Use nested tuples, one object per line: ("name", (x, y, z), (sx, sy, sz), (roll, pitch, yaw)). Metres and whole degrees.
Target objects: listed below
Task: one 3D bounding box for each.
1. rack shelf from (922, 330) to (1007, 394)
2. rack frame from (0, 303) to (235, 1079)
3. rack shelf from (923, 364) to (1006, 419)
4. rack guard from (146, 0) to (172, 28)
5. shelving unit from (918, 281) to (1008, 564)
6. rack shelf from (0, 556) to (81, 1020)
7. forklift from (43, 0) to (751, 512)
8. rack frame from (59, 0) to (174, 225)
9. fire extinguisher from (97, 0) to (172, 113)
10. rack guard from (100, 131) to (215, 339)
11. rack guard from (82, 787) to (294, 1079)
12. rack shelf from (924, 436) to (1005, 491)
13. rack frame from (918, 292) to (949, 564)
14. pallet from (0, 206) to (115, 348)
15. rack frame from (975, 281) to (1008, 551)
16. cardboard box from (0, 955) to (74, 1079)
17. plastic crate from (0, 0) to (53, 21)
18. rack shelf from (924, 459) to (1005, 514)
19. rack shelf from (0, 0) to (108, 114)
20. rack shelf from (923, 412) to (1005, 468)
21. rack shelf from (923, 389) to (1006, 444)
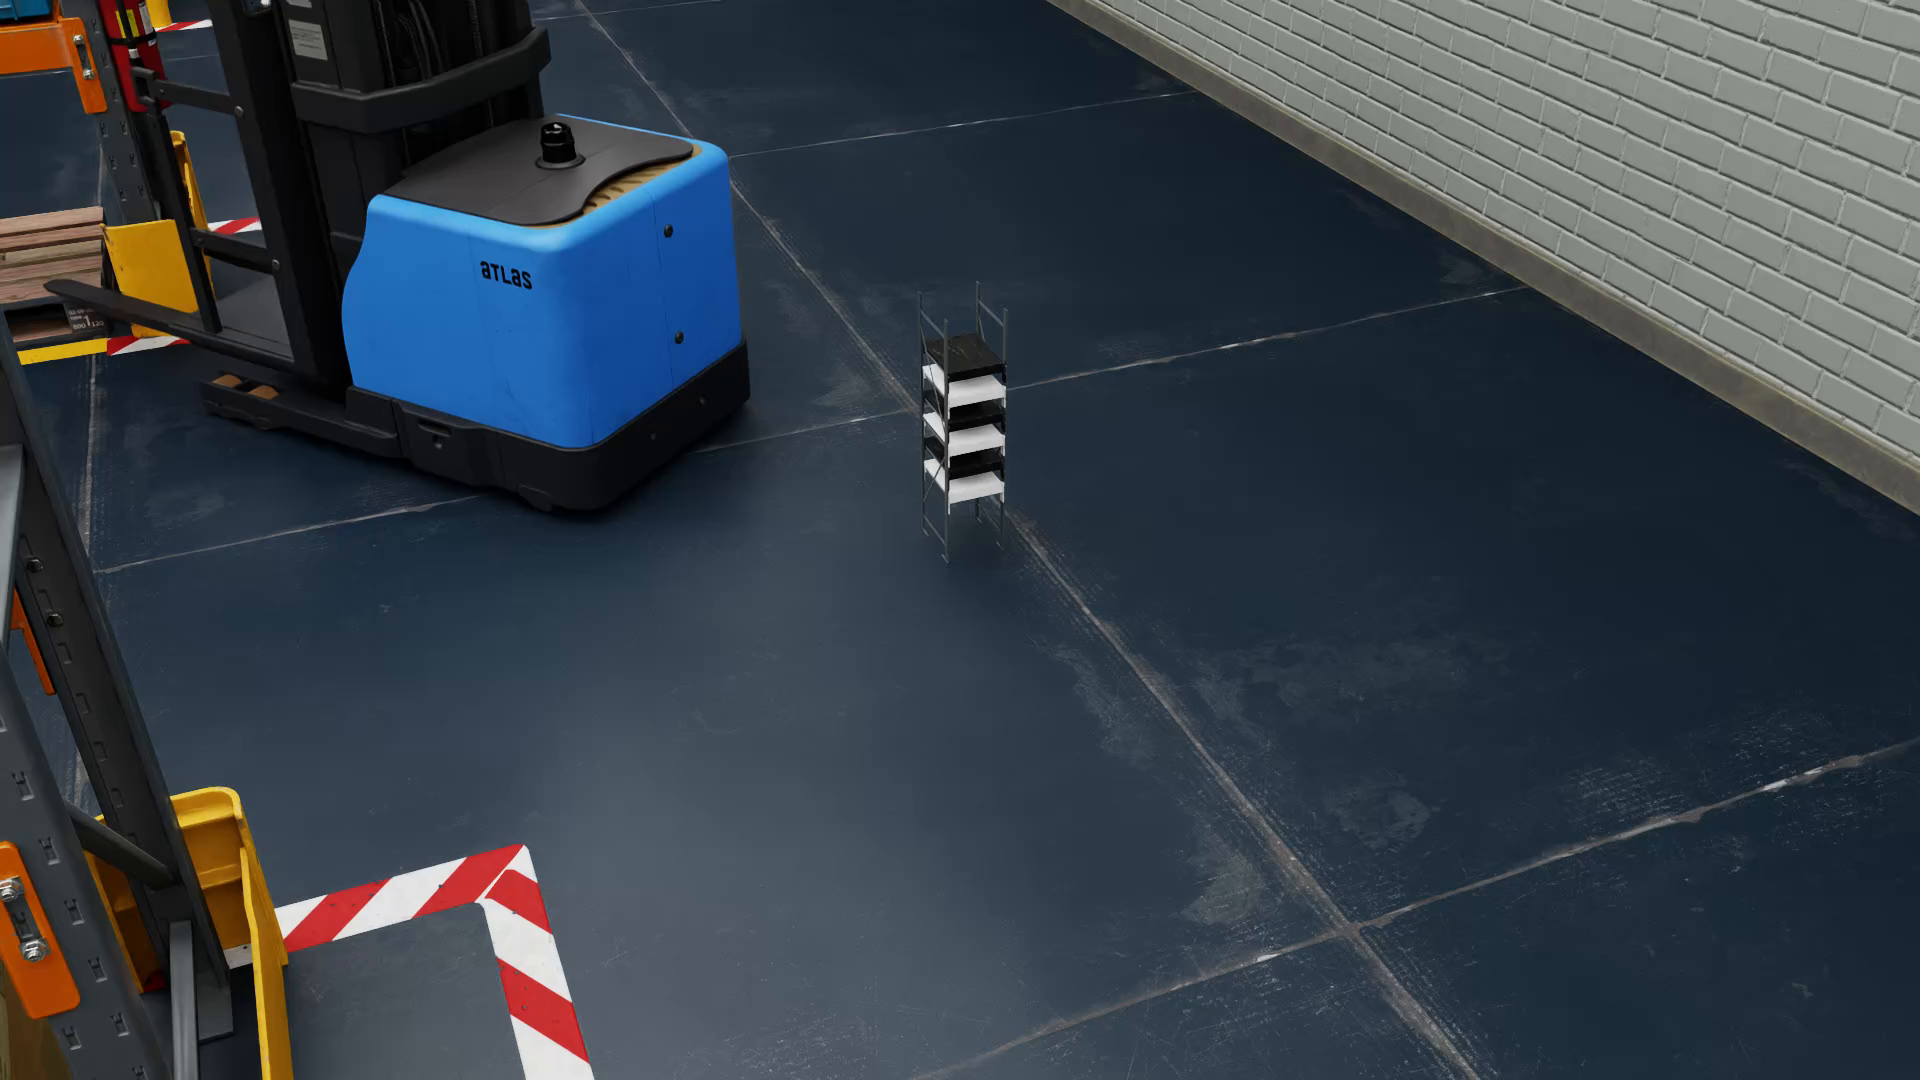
("rack shelf", (0.007, -0.577, 5.378), (0.200, 0.077, 0.258), (-13, 35, -19))
("rack frame", (-1.672, 0.070, 2.892), (0.127, 3.000, 1.000), (-13, 35, -19))
("rack shelf", (0.007, -0.502, 5.427), (0.200, 0.077, 0.258), (-13, 35, -19))
("rack guard", (-5.574, -3.849, 11.207), (0.348, 0.500, 1.175), (-13, 35, -19))
("shelving unit", (0.007, -0.379, 5.507), (0.210, 0.900, 0.258), (-13, 35, -19))
("rack shelf", (-3.516, 0.794, 2.440), (4.000, 0.370, 1.077), (-13, 35, -19))
("forklift", (-2.363, -1.889, 5.966), (3.031, 2.935, 1.130), (16, 36, 23))
("rack frame", (-3.589, -2.421, 6.720), (0.127, 3.000, 1.000), (-13, 35, -19))
("fire extinguisher", (-3.274, -2.035, 6.541), (0.183, 0.674, 0.296), (-13, 35, -19))
("rack guard", (-3.572, -1.385, 7.420), (0.348, 0.500, 1.175), (-13, 35, -19))
("rack guard", (-1.650, 1.112, 3.582), (0.348, 0.500, 1.175), (-13, 35, -19))
("rack shelf", (0.007, -0.276, 5.574), (0.200, 0.077, 0.258), (-13, 35, -19))
("rack frame", (-0.086, -0.357, 5.474), (0.006, 0.900, 0.240), (-13, 35, -19))
("pallet", (-4.365, -1.097, 7.243), (1.213, 0.211, 1.003), (-13, 35, -19))
("rack frame", (0.101, -0.400, 5.540), (0.006, 0.900, 0.240), (-13, 35, -19))
("cardboard box", (-2.231, 0.960, 3.088), (0.875, 0.875, 0.875), (-13, 35, -19))
("plastic crate", (-3.826, -2.296, 6.441), (0.499, 0.435, 0.616), (-13, 35, -19))
("rack shelf", (0.007, -0.200, 5.624), (0.200, 0.077, 0.258), (-13, 35, -19))
("rack shelf", (-5.434, -1.697, 6.267), (4.000, 0.370, 1.077), (-13, 35, -19))
("rack shelf", (0.007, -0.351, 5.525), (0.200, 0.077, 0.258), (-13, 35, -19))
("rack shelf", (0.007, -0.426, 5.476), (0.200, 0.077, 0.258), (-13, 35, -19))
